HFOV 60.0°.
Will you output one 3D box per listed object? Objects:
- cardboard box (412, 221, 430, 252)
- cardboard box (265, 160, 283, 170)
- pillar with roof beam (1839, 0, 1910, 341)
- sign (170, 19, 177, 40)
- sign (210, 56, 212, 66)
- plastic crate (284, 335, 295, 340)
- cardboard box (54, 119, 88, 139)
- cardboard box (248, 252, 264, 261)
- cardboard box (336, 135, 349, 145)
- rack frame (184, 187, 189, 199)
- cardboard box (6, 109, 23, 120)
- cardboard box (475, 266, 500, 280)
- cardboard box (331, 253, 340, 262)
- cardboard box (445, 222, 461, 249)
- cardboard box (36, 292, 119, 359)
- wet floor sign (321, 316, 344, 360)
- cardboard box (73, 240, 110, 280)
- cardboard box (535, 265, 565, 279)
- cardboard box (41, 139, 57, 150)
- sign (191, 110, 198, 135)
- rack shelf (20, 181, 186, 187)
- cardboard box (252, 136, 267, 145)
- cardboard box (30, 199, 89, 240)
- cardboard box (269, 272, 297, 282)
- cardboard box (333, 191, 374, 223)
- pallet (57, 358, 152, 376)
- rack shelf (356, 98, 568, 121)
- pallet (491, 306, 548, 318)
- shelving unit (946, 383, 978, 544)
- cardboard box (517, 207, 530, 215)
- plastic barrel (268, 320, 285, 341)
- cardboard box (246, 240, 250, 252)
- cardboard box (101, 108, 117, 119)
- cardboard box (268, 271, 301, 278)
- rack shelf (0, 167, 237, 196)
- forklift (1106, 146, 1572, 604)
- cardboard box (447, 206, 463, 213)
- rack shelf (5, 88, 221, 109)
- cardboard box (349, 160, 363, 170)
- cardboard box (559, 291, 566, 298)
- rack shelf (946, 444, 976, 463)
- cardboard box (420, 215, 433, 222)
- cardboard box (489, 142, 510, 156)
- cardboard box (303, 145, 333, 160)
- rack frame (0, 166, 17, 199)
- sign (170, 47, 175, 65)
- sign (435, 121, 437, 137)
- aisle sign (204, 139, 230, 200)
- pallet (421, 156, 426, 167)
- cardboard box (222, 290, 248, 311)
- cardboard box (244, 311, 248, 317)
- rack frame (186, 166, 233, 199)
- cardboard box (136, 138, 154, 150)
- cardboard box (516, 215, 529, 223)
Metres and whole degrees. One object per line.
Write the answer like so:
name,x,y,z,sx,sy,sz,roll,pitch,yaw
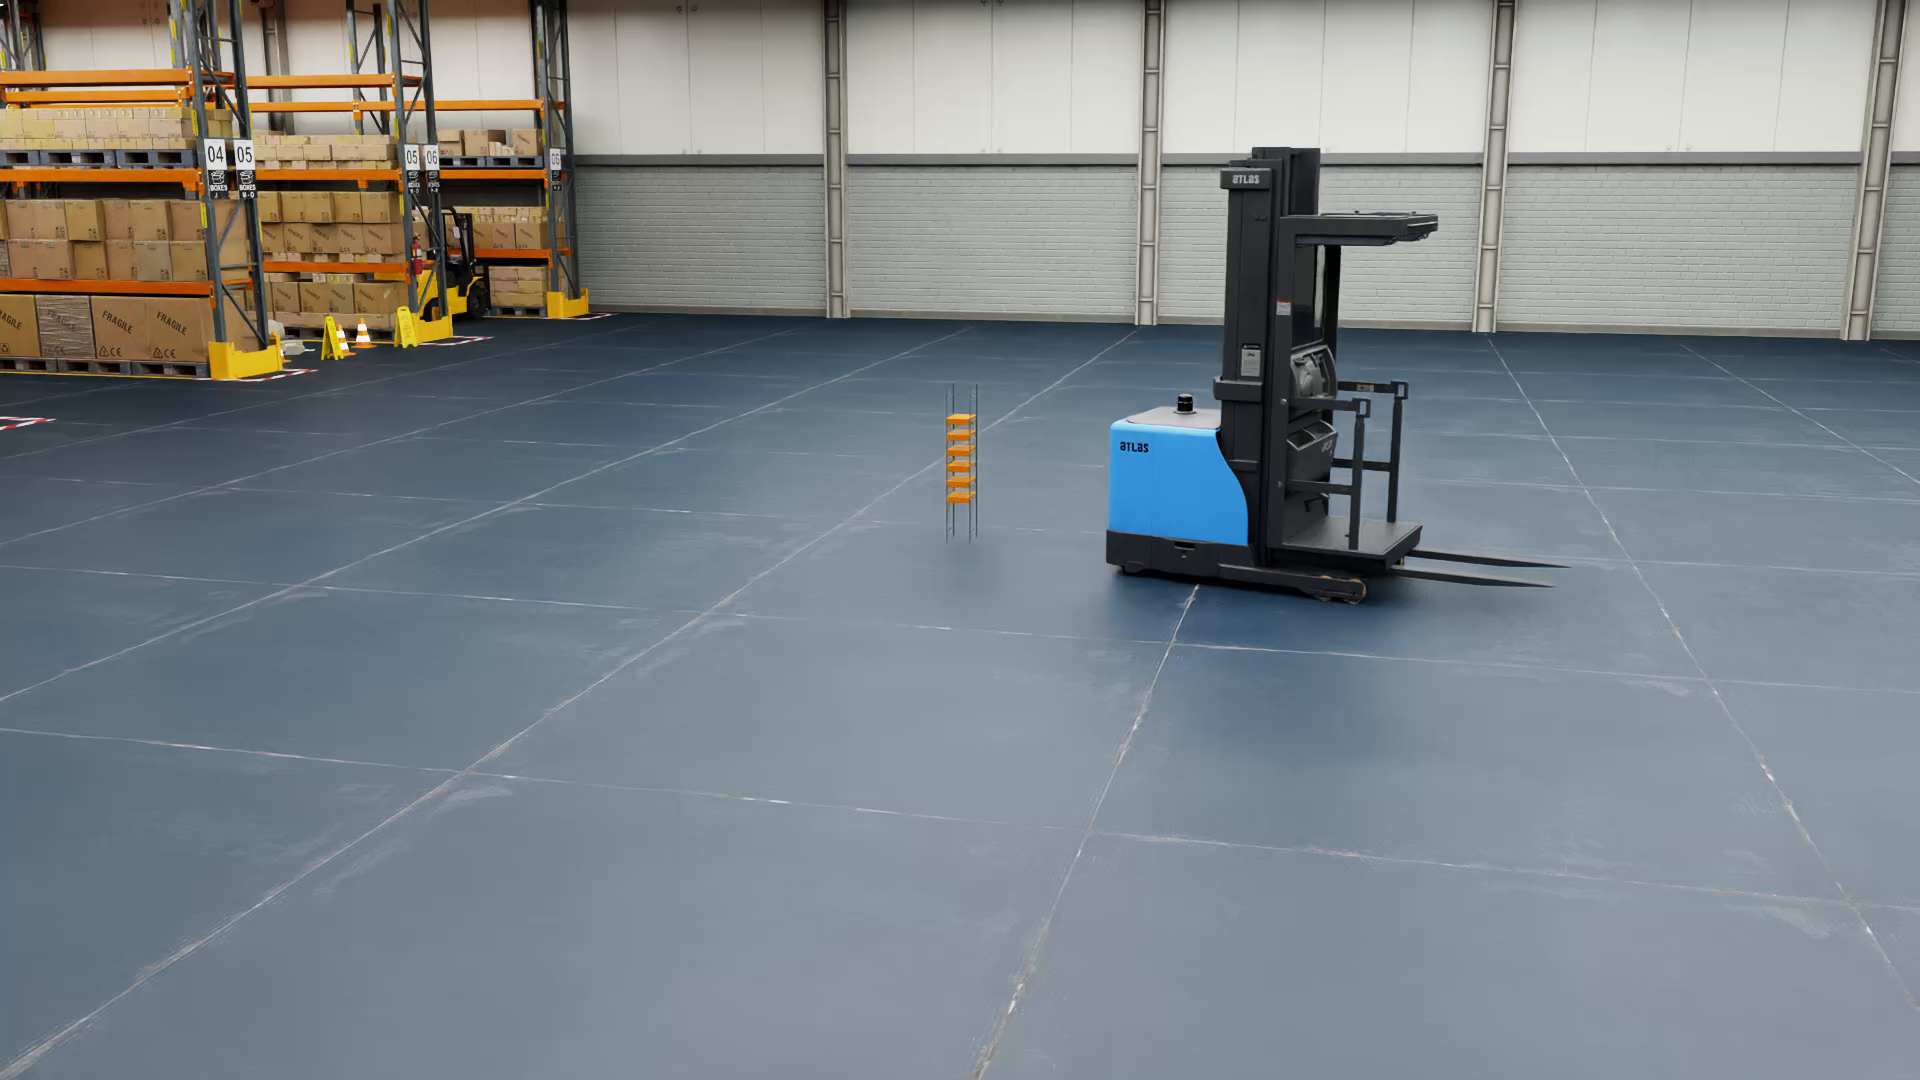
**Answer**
cardboard box,-9.303,-5.109,28.010,0.500,0.500,0.500,3,13,13
cardboard box,-11.318,-6.228,27.627,0.250,0.149,0.380,3,13,12
pillar with roof beam,14.086,-6.880,23.058,0.400,9.000,9.100,3,13,14
sign,-12.920,-8.385,27.319,0.005,0.325,0.100,3,13,14
sign,-15.361,-9.870,34.015,0.005,0.325,0.100,3,13,14
plastic crate,-11.465,-3.360,27.787,0.583,0.080,0.402,-1,13,-6
cardboard box,-12.001,-5.621,22.771,0.500,0.250,0.500,3,13,14
cardboard box,-11.809,-4.803,28.130,0.250,0.149,0.380,3,13,15
cardboard box,-10.036,-6.573,27.342,0.250,0.149,0.380,3,13,14
rack frame,-15.491,-6.291,34.256,0.127,3.000,1.000,3,13,14
cardboard box,-12.869,-5.848,22.875,0.250,0.149,0.380,3,13,13
cardboard box,-9.235,-5.234,32.563,0.500,0.250,0.500,3,13,14
cardboard box,-10.312,-4.741,27.850,0.250,0.149,0.380,3,13,14
cardboard box,-9.754,-5.974,32.597,0.500,0.500,0.500,3,13,14
cardboard box,-12.411,-3.068,23.663,0.875,0.875,0.875,3,13,14
wet floor sign,-9.495,-3.051,25.089,0.232,0.644,0.267,1,13,4
cardboard box,-11.946,-3.967,23.434,0.500,0.550,0.875,3,13,14
cardboard box,-8.145,-5.291,32.821,0.500,0.250,0.500,3,13,13
cardboard box,-12.372,-5.433,22.842,0.250,0.149,0.380,3,13,14
sign,-10.141,-5.530,22.041,0.005,0.325,0.100,3,13,14
rack shelf,-17.432,-7.508,34.477,4.000,0.370,1.077,3,13,14
cardboard box,-11.550,-6.641,27.647,0.250,0.149,0.380,3,13,12
cardboard box,-12.478,-4.506,23.372,0.550,0.550,0.875,3,13,14
cardboard box,-11.416,-4.439,28.057,0.250,0.149,0.380,4,13,17
cardboard box,-9.947,-5.522,27.566,0.500,0.500,0.700,3,13,14
pallet,-11.973,-2.513,23.666,1.213,0.211,1.003,3,13,14
rack shelf,-9.665,-8.362,32.324,4.000,0.370,1.077,3,13,14
pallet,-8.476,-4.545,32.826,1.213,0.211,1.003,3,13,14
shelving unit,0.014,-0.585,12.693,0.189,1.200,0.258,3,13,14
cardboard box,-8.369,-6.367,32.184,0.250,0.149,0.380,3,13,14
plastic barrel,-11.277,-3.363,27.006,0.512,0.421,0.421,-9,15,-35
cardboard box,-11.940,-5.131,28.109,0.500,0.500,0.500,3,13,13
cardboard box,-11.390,-5.770,22.519,0.250,0.149,0.380,3,13,14
cardboard box,-13.598,-5.234,34.006,0.625,0.625,0.875,3,13,11
rack shelf,-11.939,-5.003,23.185,4.000,0.370,1.077,3,13,14
forklift,2.577,-1.140,11.198,3.031,2.935,1.130,7,14,28
cardboard box,-9.853,-6.456,32.584,0.250,0.149,0.380,3,13,14
rack shelf,-14.735,-7.526,28.554,4.000,0.370,1.077,3,13,14
cardboard box,-9.822,-6.160,27.321,0.250,0.149,0.380,3,13,15
cardboard box,-8.154,-4.805,32.937,0.500,0.250,0.500,3,13,14
rack shelf,0.014,-0.659,12.676,0.180,0.103,0.258,3,13,14
cardboard box,-10.373,-6.314,32.631,0.250,0.149,0.380,3,13,13
cardboard box,-8.847,-7.521,31.983,0.258,0.266,0.396,3,13,14
cardboard box,-10.464,-6.390,27.438,0.500,0.250,0.500,3,13,15
rack frame,-13.881,-3.993,23.899,0.127,3.000,1.000,3,13,14
sign,-15.611,-9.600,32.980,0.005,0.325,0.100,3,13,14
sign,-8.780,-6.837,27.774,0.005,0.325,0.100,3,13,14
aisle sign,-10.000,-4.988,22.381,0.004,0.787,0.394,3,13,14
pallet,-10.773,-7.466,32.830,1.213,0.211,1.003,3,13,14
cardboard box,-12.285,-4.181,28.392,0.500,0.500,0.500,4,13,16
cardboard box,-12.285,-3.815,28.473,0.500,0.250,0.500,2,13,11
rack frame,-12.793,-5.039,28.615,0.127,3.000,1.000,3,13,14
cardboard box,-10.895,-5.354,22.485,0.250,0.149,0.380,3,13,14
cardboard box,-8.383,-6.207,32.151,0.250,0.149,0.380,3,13,14
